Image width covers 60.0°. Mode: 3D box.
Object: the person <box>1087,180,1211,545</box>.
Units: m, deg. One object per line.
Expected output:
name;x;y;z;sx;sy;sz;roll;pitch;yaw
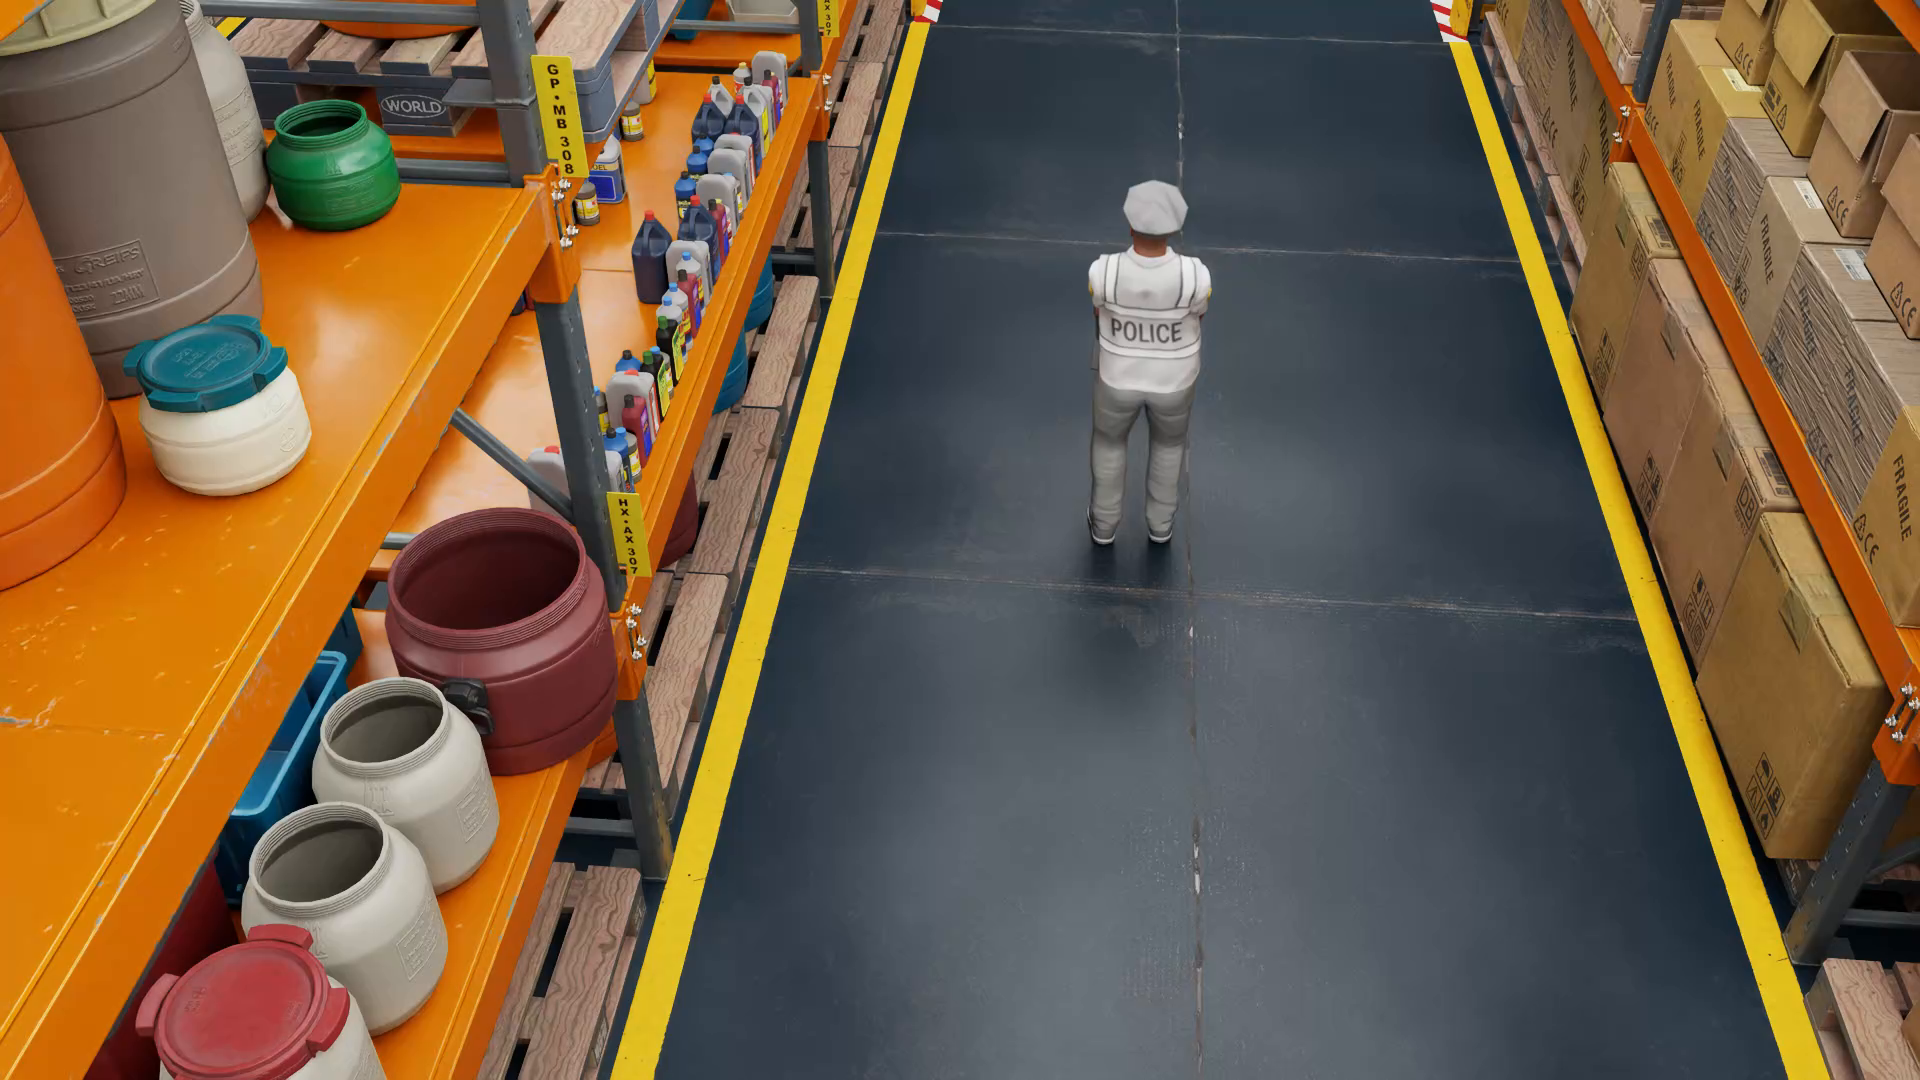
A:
person;0.774;-0.761;7.051;0.494;1.766;0.565;4;40;5
